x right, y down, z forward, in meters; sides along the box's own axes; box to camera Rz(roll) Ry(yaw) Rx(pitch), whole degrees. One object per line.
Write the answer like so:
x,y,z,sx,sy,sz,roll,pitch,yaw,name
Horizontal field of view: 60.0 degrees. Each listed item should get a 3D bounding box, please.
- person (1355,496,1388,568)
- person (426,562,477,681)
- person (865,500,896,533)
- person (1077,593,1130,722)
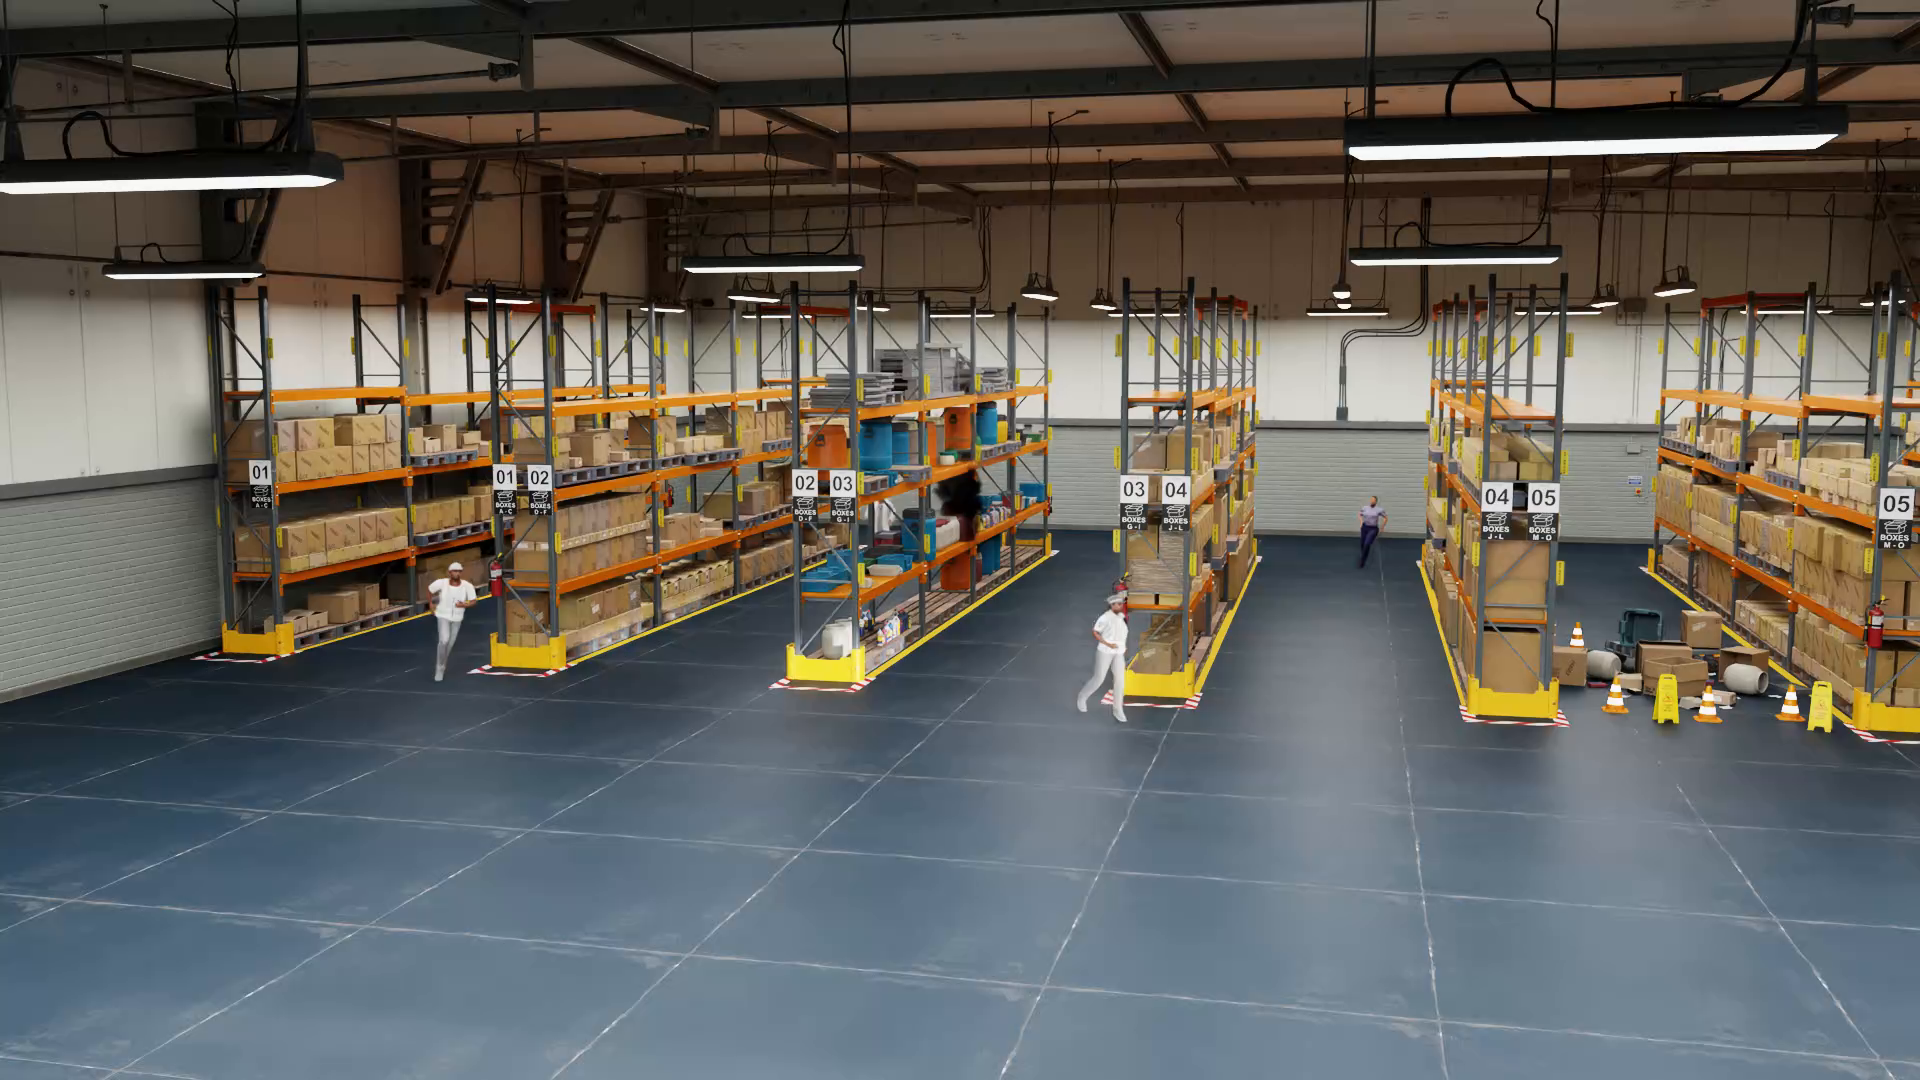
9.430,-0.197,38.299,0.696,1.640,0.892,5,8,36,person
-7.791,1.229,25.483,0.706,1.797,0.701,-4,8,-31,person
-1.831,-0.252,38.136,0.712,1.772,0.985,0,7,-1,person
2.074,1.566,22.691,0.667,1.683,0.912,-4,8,-32,person
